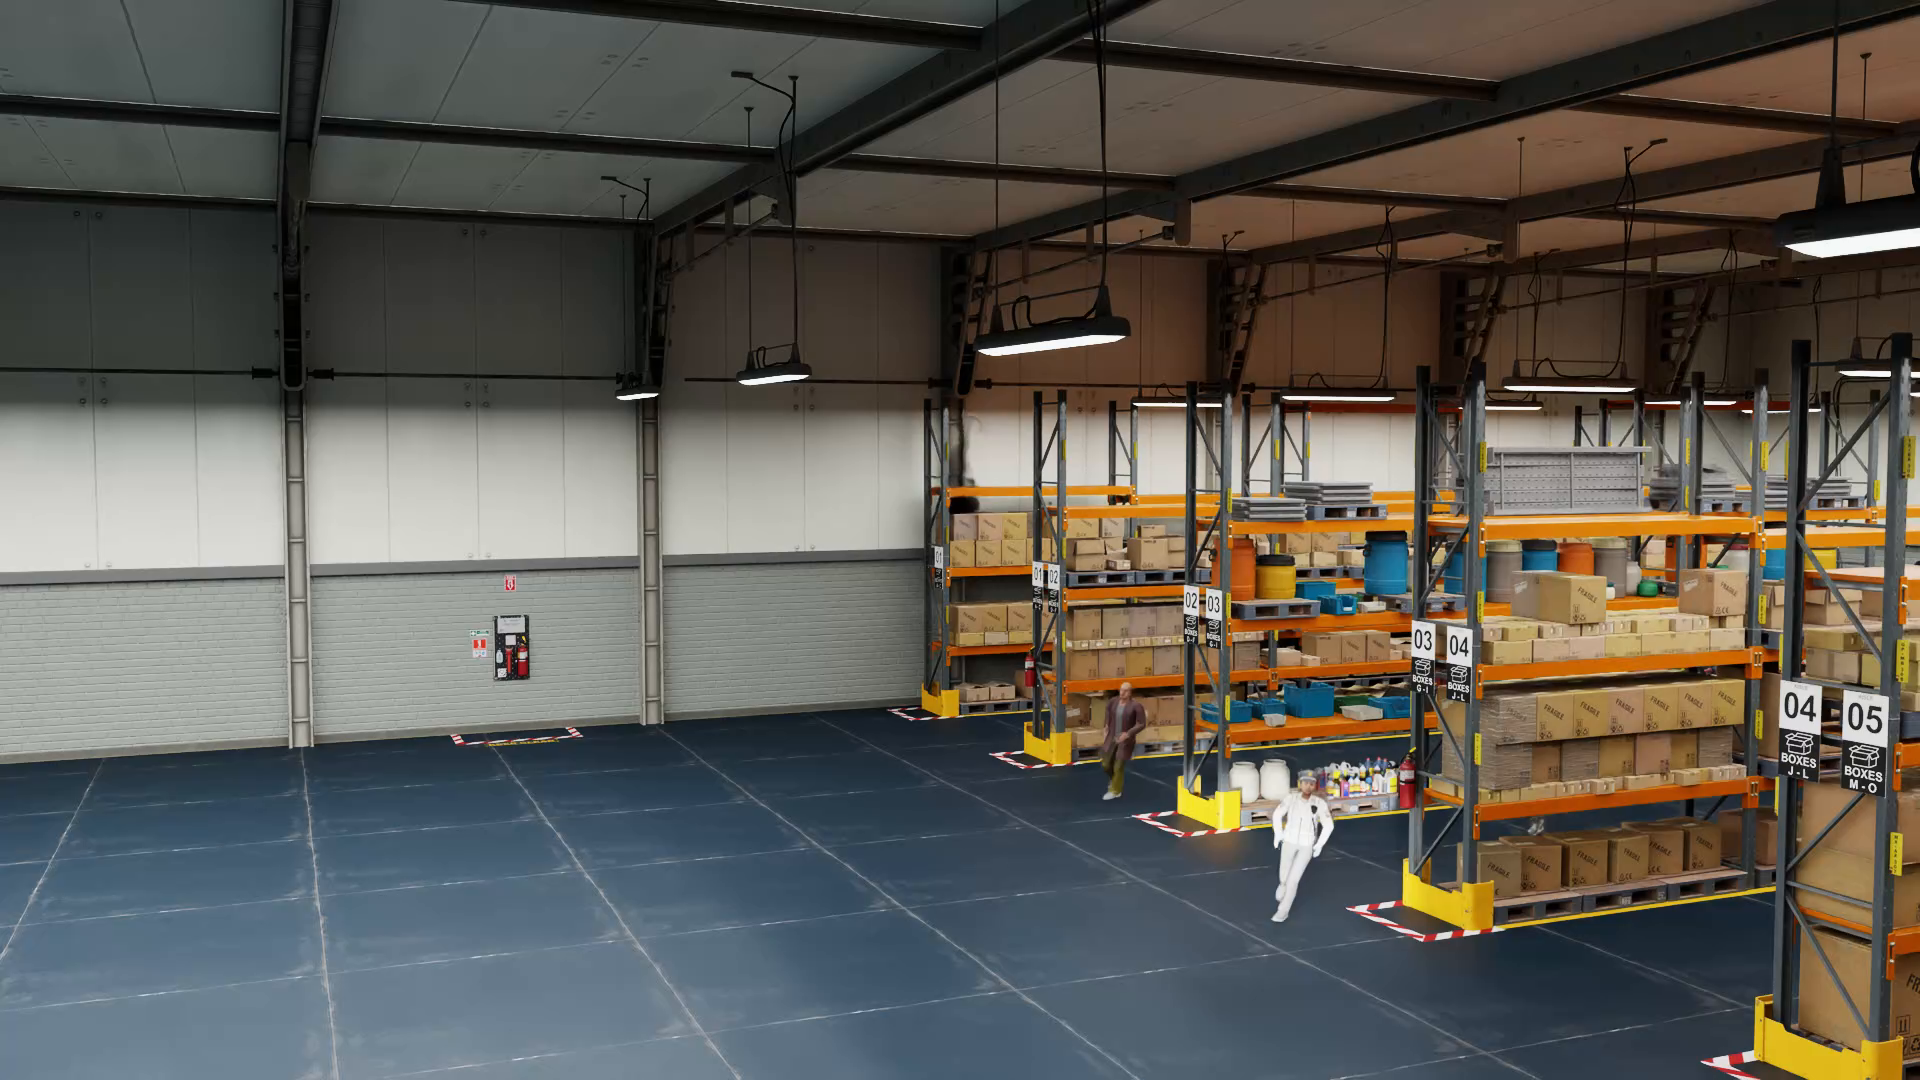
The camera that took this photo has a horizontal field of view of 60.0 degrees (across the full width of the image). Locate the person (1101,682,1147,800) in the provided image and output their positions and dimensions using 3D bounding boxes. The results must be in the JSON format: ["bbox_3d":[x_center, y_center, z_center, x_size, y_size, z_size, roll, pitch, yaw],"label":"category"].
[{"bbox_3d":[2.372,2.907,24.036,0.726,1.738,0.607,2,4,30],"label":"person"}]

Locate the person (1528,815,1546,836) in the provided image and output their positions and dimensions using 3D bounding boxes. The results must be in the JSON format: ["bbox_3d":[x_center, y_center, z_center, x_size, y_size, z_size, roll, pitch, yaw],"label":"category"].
[{"bbox_3d":[7.446,3.092,21.726,0.636,1.547,0.512,-2,4,-28],"label":"person"}]

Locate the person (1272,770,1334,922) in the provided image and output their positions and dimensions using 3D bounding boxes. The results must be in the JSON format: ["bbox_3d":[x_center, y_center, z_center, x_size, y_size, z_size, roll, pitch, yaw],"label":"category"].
[{"bbox_3d":[3.709,3.288,18.022,0.658,1.623,0.590,1,4,18],"label":"person"}]
